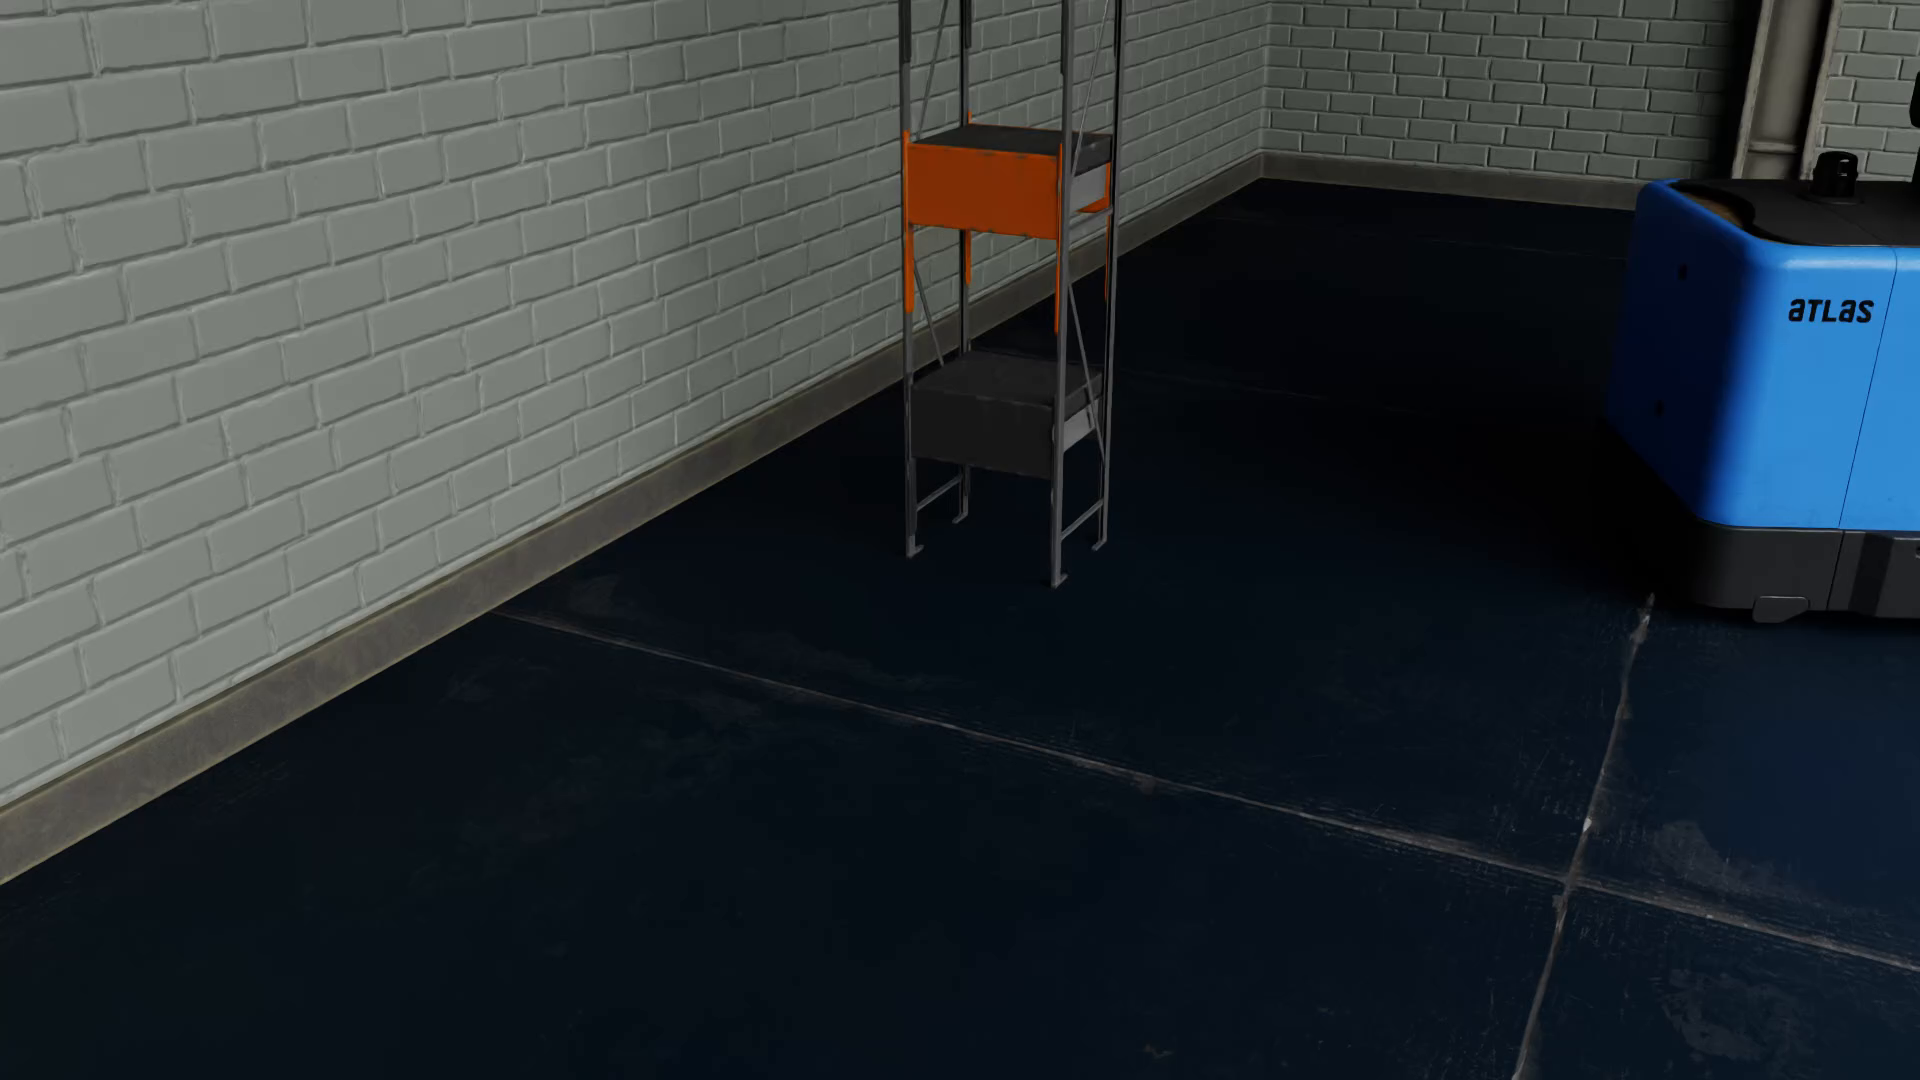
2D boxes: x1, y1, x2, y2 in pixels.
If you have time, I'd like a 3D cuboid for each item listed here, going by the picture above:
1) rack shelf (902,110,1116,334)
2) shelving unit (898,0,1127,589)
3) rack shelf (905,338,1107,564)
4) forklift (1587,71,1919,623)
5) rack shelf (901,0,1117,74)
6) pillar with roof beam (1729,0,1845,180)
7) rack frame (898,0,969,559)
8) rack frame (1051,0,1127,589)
[{"bbox_3d":[0.148,-0.924,4.776,0.480,0.518,0.431,11,25,25],"label":"rack shelf"},{"bbox_3d":[0.148,-0.937,4.770,0.503,2.100,0.431,11,25,25],"label":"shelving unit"},{"bbox_3d":[0.148,-0.280,5.050,0.480,0.518,0.431,11,25,25],"label":"rack shelf"},{"bbox_3d":[3.562,-1.263,4.476,3.031,2.935,1.130,1,23,3],"label":"forklift"},{"bbox_3d":[0.148,-1.569,4.502,0.480,0.518,0.431,11,25,25],"label":"rack shelf"},{"bbox_3d":[2.600,-4.419,4.142,0.400,9.000,9.100,11,25,25],"label":"pillar with roof beam"},{"bbox_3d":[-0.070,-0.980,4.872,0.015,2.100,0.400,11,25,25],"label":"rack frame"},{"bbox_3d":[0.365,-0.894,4.669,0.015,2.100,0.400,11,25,25],"label":"rack frame"}]
